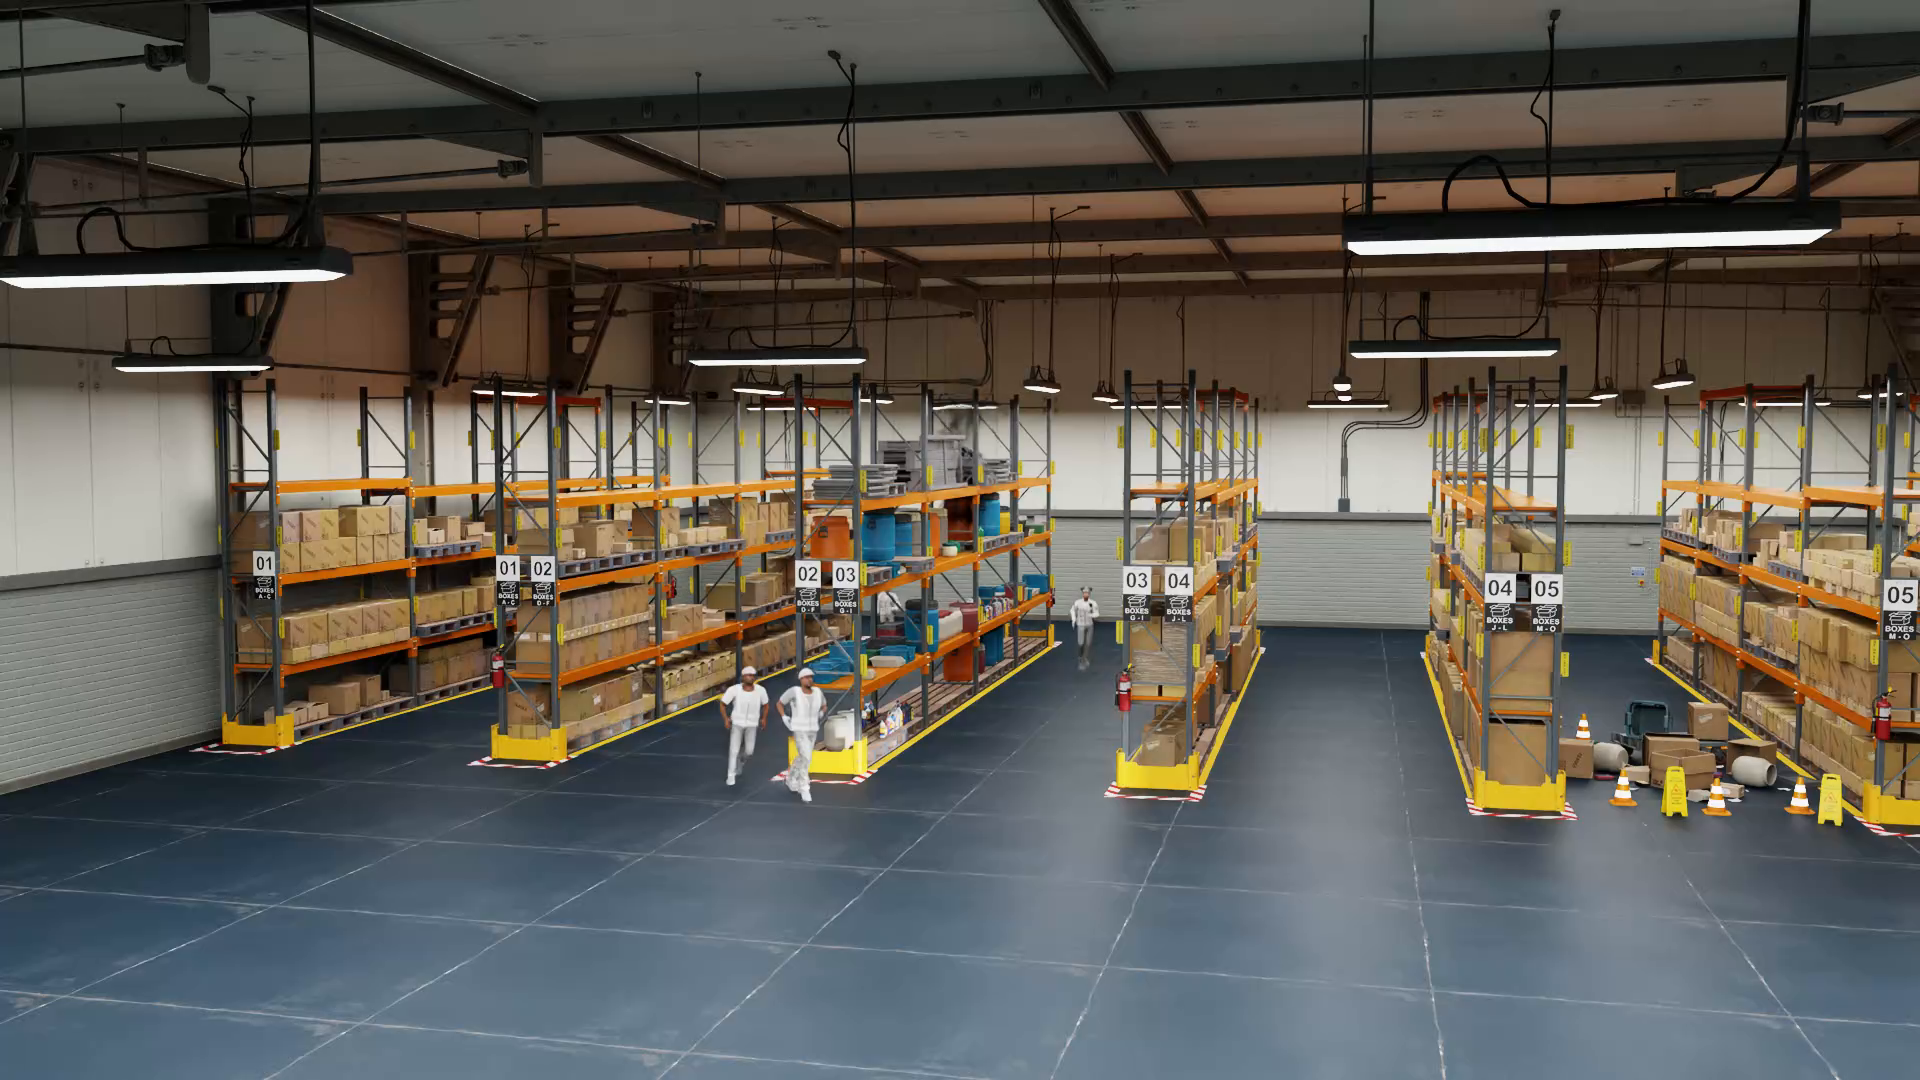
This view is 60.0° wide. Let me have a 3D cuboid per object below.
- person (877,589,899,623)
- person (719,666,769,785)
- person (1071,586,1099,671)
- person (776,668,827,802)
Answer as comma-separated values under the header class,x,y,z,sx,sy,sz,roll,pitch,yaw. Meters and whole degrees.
class,x,y,z,sx,sy,sz,roll,pitch,yaw
person,-1.760,1.800,39.697,0.616,1.645,0.540,0,3,6
person,-3.144,2.701,24.325,0.758,1.713,0.533,-1,4,-15
person,2.585,1.826,34.377,0.579,1.755,0.673,0,3,2
person,-2.177,2.708,23.364,0.707,1.843,0.733,-3,4,-39
